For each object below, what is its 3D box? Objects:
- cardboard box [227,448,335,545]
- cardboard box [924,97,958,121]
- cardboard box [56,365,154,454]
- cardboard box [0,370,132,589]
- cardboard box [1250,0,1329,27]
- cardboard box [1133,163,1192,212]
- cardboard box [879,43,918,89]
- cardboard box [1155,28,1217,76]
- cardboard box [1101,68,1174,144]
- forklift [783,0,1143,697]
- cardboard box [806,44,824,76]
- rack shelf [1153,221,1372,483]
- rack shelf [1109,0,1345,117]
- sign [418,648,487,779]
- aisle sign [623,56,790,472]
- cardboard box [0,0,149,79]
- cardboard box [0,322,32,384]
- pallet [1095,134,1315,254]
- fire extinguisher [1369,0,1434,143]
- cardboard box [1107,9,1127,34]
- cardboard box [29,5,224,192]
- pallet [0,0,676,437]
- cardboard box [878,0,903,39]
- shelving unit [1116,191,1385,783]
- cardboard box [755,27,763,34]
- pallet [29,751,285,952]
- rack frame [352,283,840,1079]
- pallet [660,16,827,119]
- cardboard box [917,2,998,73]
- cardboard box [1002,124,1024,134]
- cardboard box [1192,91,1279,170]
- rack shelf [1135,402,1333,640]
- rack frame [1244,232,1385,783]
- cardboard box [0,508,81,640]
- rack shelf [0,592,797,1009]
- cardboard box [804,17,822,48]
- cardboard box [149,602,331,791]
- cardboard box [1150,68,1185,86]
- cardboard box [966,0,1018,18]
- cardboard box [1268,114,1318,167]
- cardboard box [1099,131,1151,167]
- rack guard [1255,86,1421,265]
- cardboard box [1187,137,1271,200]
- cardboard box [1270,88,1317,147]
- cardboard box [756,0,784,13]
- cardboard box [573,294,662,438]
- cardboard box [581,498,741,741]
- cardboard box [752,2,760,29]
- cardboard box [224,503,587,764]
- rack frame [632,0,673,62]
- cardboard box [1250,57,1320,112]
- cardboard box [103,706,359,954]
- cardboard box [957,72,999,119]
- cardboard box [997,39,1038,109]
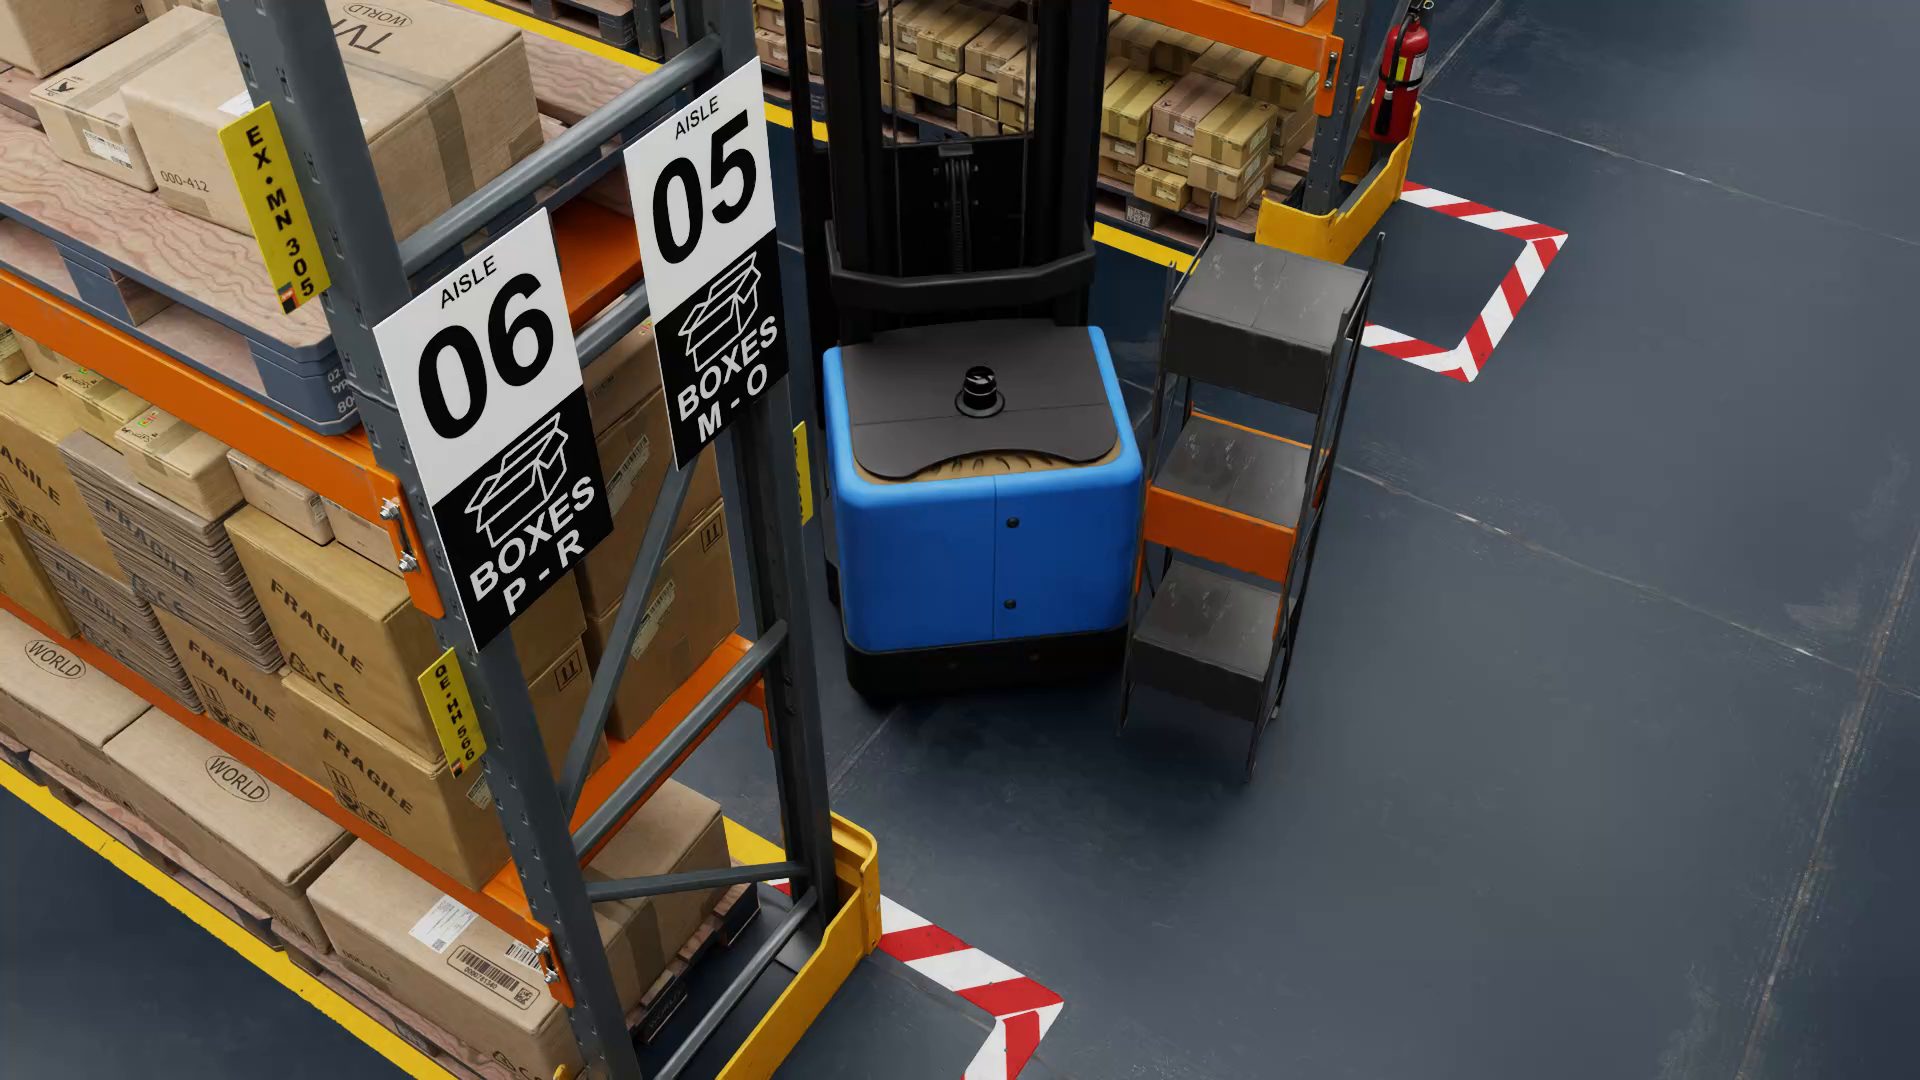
[{"bbox_3d":[-1.348,-0.197,3.631,0.250,0.149,0.380,26,51,23],"label":"cardboard box"},{"bbox_3d":[0.019,-2.347,8.634,0.250,0.149,0.380,26,51,23],"label":"cardboard box"},{"bbox_3d":[-1.801,-0.369,3.798,0.250,0.149,0.380,26,51,23],"label":"cardboard box"},{"bbox_3d":[-2.116,-0.290,4.174,0.500,0.500,0.500,24,51,22],"label":"cardboard box"},{"bbox_3d":[1.449,-2.382,7.148,0.250,0.149,0.380,25,51,22],"label":"cardboard box"},{"bbox_3d":[1.049,-1.783,8.086,0.250,0.149,0.380,26,51,23],"label":"cardboard box"},{"bbox_3d":[-0.250,-2.506,8.581,0.250,0.149,0.380,24,51,22],"label":"cardboard box"},{"bbox_3d":[1.179,-2.491,8.359,0.250,0.149,0.380,25,51,22],"label":"cardboard box"},{"bbox_3d":[0.827,-2.081,7.961,0.250,0.149,0.380,24,50,21],"label":"cardboard box"},{"bbox_3d":[-0.076,-1.514,6.177,1.130,2.935,3.031,-5,46,-5],"label":"forklift"},{"bbox_3d":[-0.656,-2.644,8.923,0.250,0.149,0.380,24,50,21],"label":"cardboard box"},{"bbox_3d":[0.880,-0.551,4.864,0.480,0.518,0.431,18,49,17],"label":"rack shelf"},{"bbox_3d":[0.193,-3.037,8.111,4.000,0.370,1.077,25,51,22],"label":"rack shelf"},{"bbox_3d":[-1.016,0.350,3.346,0.005,0.325,0.100,25,51,22],"label":"sign"},{"bbox_3d":[-0.494,-0.539,3.370,0.004,0.787,0.394,25,51,22],"label":"aisle sign"},{"bbox_3d":[-1.944,-1.291,3.521,0.500,0.311,0.500,26,51,23],"label":"cardboard box"},{"bbox_3d":[-2.225,-0.575,3.998,0.250,0.149,0.380,26,51,23],"label":"cardboard box"},{"bbox_3d":[1.147,-1.907,8.456,1.213,0.211,1.003,25,51,22],"label":"pallet"},{"bbox_3d":[1.839,-1.980,6.897,0.183,0.674,0.296,25,51,22],"label":"fire extinguisher"},{"bbox_3d":[0.697,-2.650,8.514,0.250,0.149,0.380,27,51,24],"label":"cardboard box"},{"bbox_3d":[-1.535,-0.859,3.214,0.250,0.149,0.380,21,49,19],"label":"cardboard box"},{"bbox_3d":[-1.341,-0.782,3.388,1.213,0.211,1.003,25,51,22],"label":"pallet"},{"bbox_3d":[-0.471,-2.718,8.580,0.250,0.149,0.380,26,51,23],"label":"cardboard box"},{"bbox_3d":[0.880,-0.073,5.356,0.503,2.100,0.431,18,49,17],"label":"shelving unit"},{"bbox_3d":[-1.134,-2.777,9.052,0.250,0.149,0.380,26,51,23],"label":"cardboard box"},{"bbox_3d":[-2.449,0.750,5.874,1.213,0.211,1.003,25,51,22],"label":"pallet"},{"bbox_3d":[-0.711,0.514,4.159,0.127,3.000,1.000,25,51,22],"label":"rack frame"},{"bbox_3d":[-0.907,-2.852,9.374,1.213,0.211,1.003,25,51,22],"label":"pallet"},{"bbox_3d":[-0.011,-2.543,8.410,0.250,0.149,0.380,25,51,22],"label":"cardboard box"},{"bbox_3d":[0.410,-2.086,8.380,0.250,0.149,0.380,23,50,20],"label":"cardboard box"},{"bbox_3d":[1.294,-1.926,7.810,0.250,0.149,0.380,25,51,23],"label":"cardboard box"},{"bbox_3d":[0.880,-0.063,5.366,0.480,0.518,0.431,18,49,17],"label":"rack shelf"},{"bbox_3d":[1.102,0.000,5.285,0.015,2.100,0.400,18,49,17],"label":"rack frame"},{"bbox_3d":[-2.554,-0.137,4.722,0.500,0.500,0.500,26,51,23],"label":"cardboard box"},{"bbox_3d":[-2.395,-0.010,5.170,4.000,0.370,1.077,25,51,22],"label":"rack shelf"},{"bbox_3d":[-0.647,-2.763,8.831,0.250,0.149,0.380,22,50,20],"label":"cardboard box"},{"bbox_3d":[-1.674,0.249,4.347,0.500,0.500,0.500,24,50,21],"label":"cardboard box"},{"bbox_3d":[1.120,-2.309,8.390,0.250,0.149,0.380,25,51,23],"label":"cardboard box"},{"bbox_3d":[0.237,-2.819,8.678,0.250,0.149,0.380,25,51,22],"label":"cardboard box"},{"bbox_3d":[1.608,-2.062,8.358,0.250,0.149,0.380,26,51,23],"label":"cardboard box"},{"bbox_3d":[0.839,-2.002,8.092,0.250,0.149,0.380,23,50,21],"label":"cardboard box"},{"bbox_3d":[1.812,-1.672,8.026,0.348,0.500,1.175,25,51,22],"label":"rack guard"},{"bbox_3d":[1.278,-1.802,7.897,0.250,0.149,0.380,23,50,21],"label":"cardboard box"},{"bbox_3d":[1.574,-2.128,8.214,0.250,0.149,0.380,27,52,24],"label":"cardboard box"},{"bbox_3d":[-0.873,-2.953,8.808,0.250,0.149,0.380,24,50,22],"label":"cardboard box"},{"bbox_3d":[-0.861,-0.400,3.828,0.250,0.149,0.380,26,51,23],"label":"cardboard box"},{"bbox_3d":[-0.960,0.120,4.472,0.500,0.500,0.500,24,51,22],"label":"cardboard box"},{"bbox_3d":[-1.097,-2.941,9.004,0.250,0.149,0.380,25,51,22],"label":"cardboard box"},{"bbox_3d":[-1.246,0.088,3.806,0.500,0.500,0.500,26,51,23],"label":"cardboard box"},{"bbox_3d":[-1.491,-4.062,8.606,0.127,3.000,1.000,25,51,22],"label":"rack frame"},{"bbox_3d":[1.618,-2.282,8.156,0.250,0.149,0.380,23,50,20],"label":"cardboard box"},{"bbox_3d":[-2.096,0.716,5.456,0.875,0.438,0.875,26,51,23],"label":"cardboard box"},{"bbox_3d":[0.191,-2.305,8.386,0.250,0.149,0.380,27,52,24],"label":"cardboard box"},{"bbox_3d":[0.387,-2.290,8.164,0.250,0.149,0.380,27,51,23],"label":"cardboard box"}]
